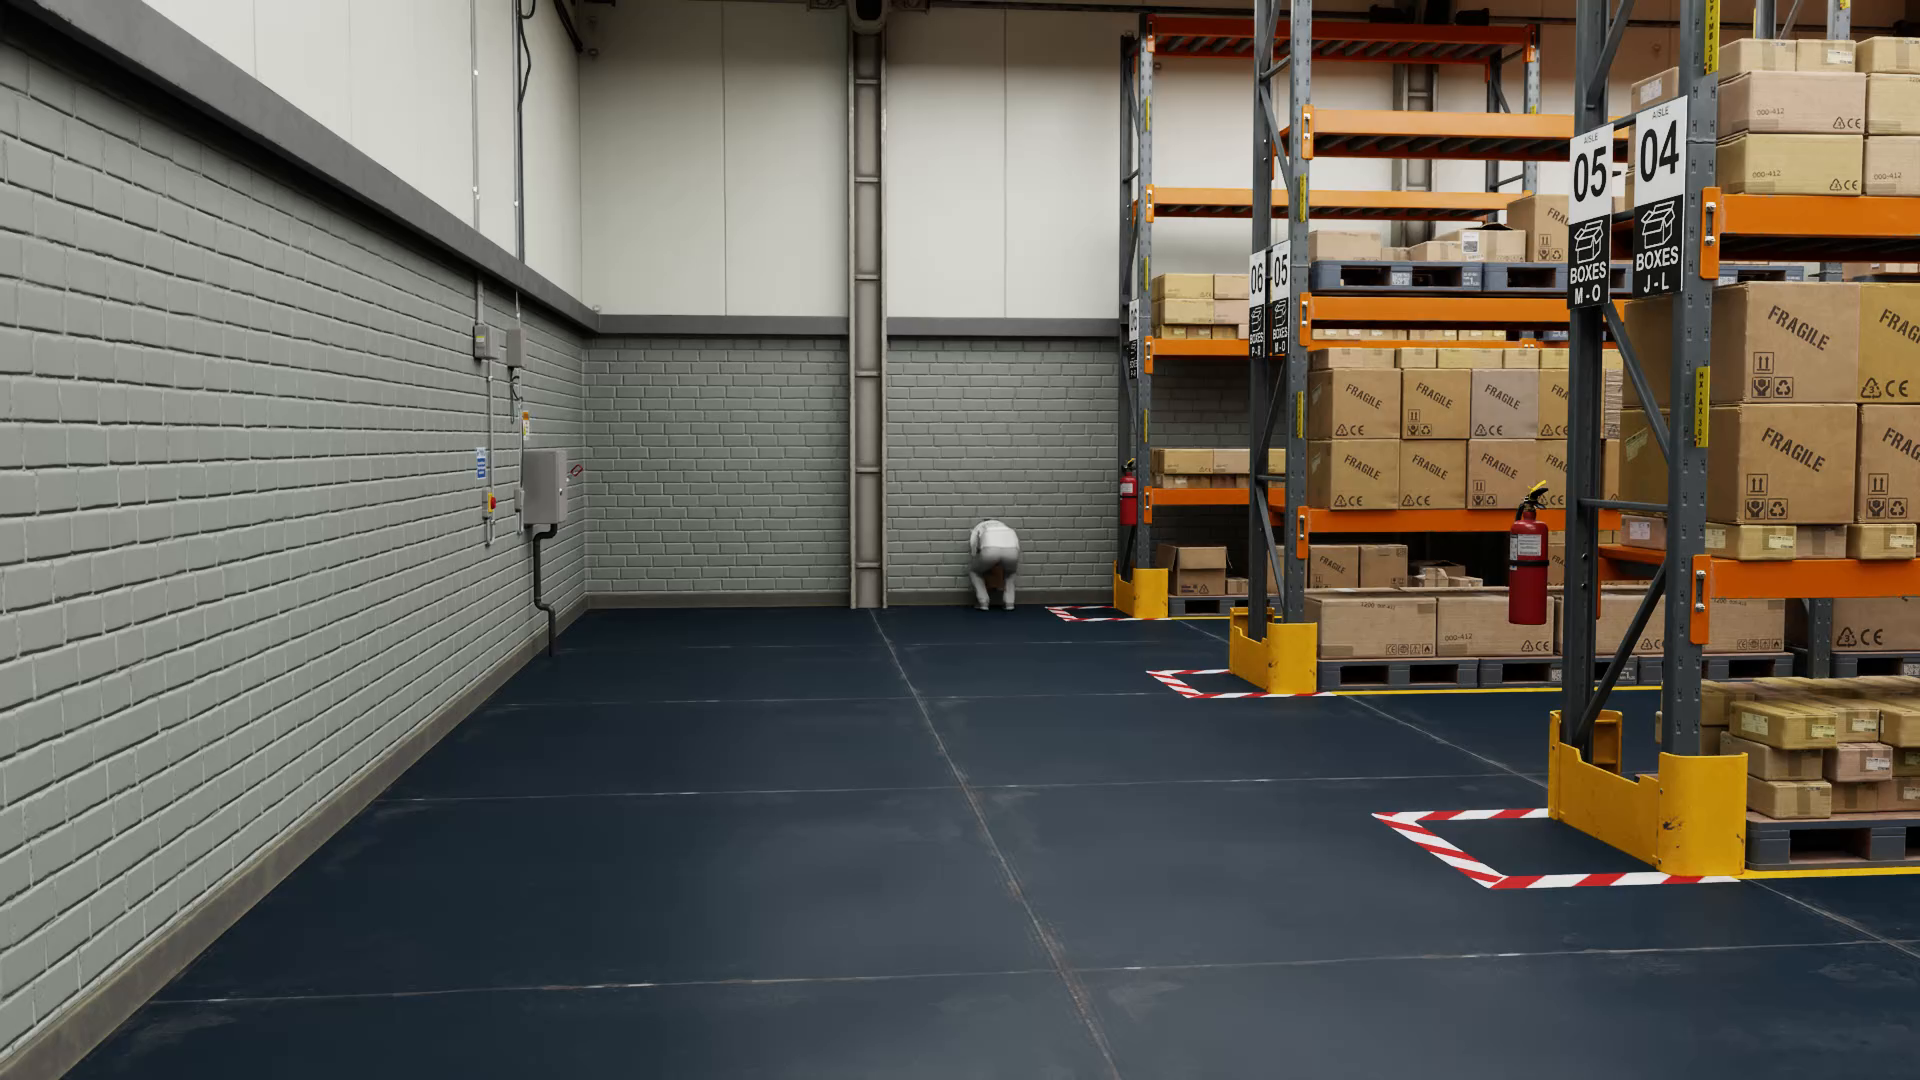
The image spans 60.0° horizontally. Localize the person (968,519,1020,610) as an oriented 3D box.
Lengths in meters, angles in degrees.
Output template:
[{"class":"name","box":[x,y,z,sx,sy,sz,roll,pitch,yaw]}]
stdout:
[{"class":"person","box":[0.352,0.260,17.682,0.521,0.950,0.929,-1,4,-9]}]
